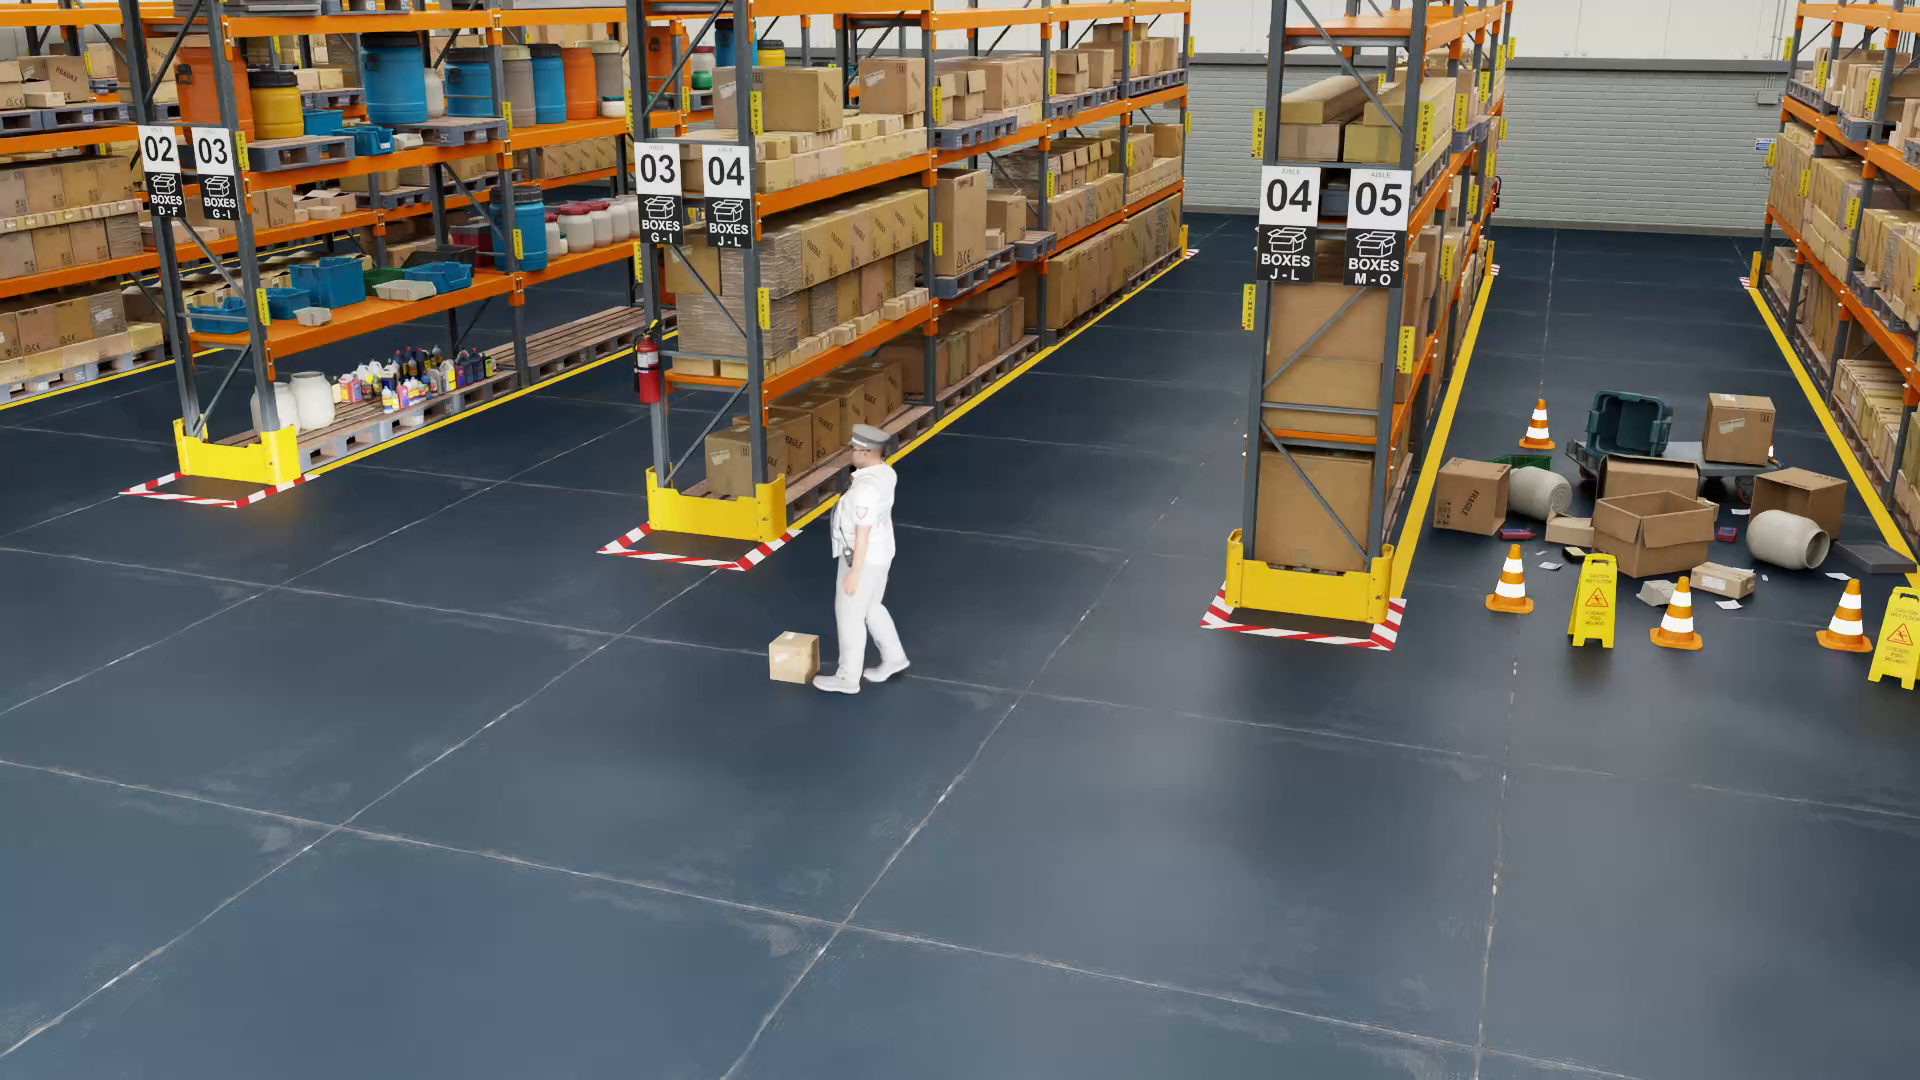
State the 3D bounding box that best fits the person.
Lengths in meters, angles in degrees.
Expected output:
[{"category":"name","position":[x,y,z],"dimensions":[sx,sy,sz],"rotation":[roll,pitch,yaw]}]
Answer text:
[{"category":"person","position":[-0.664,0.119,10.686],"dimensions":[0.562,1.781,0.556],"rotation":[5,19,13]}]
